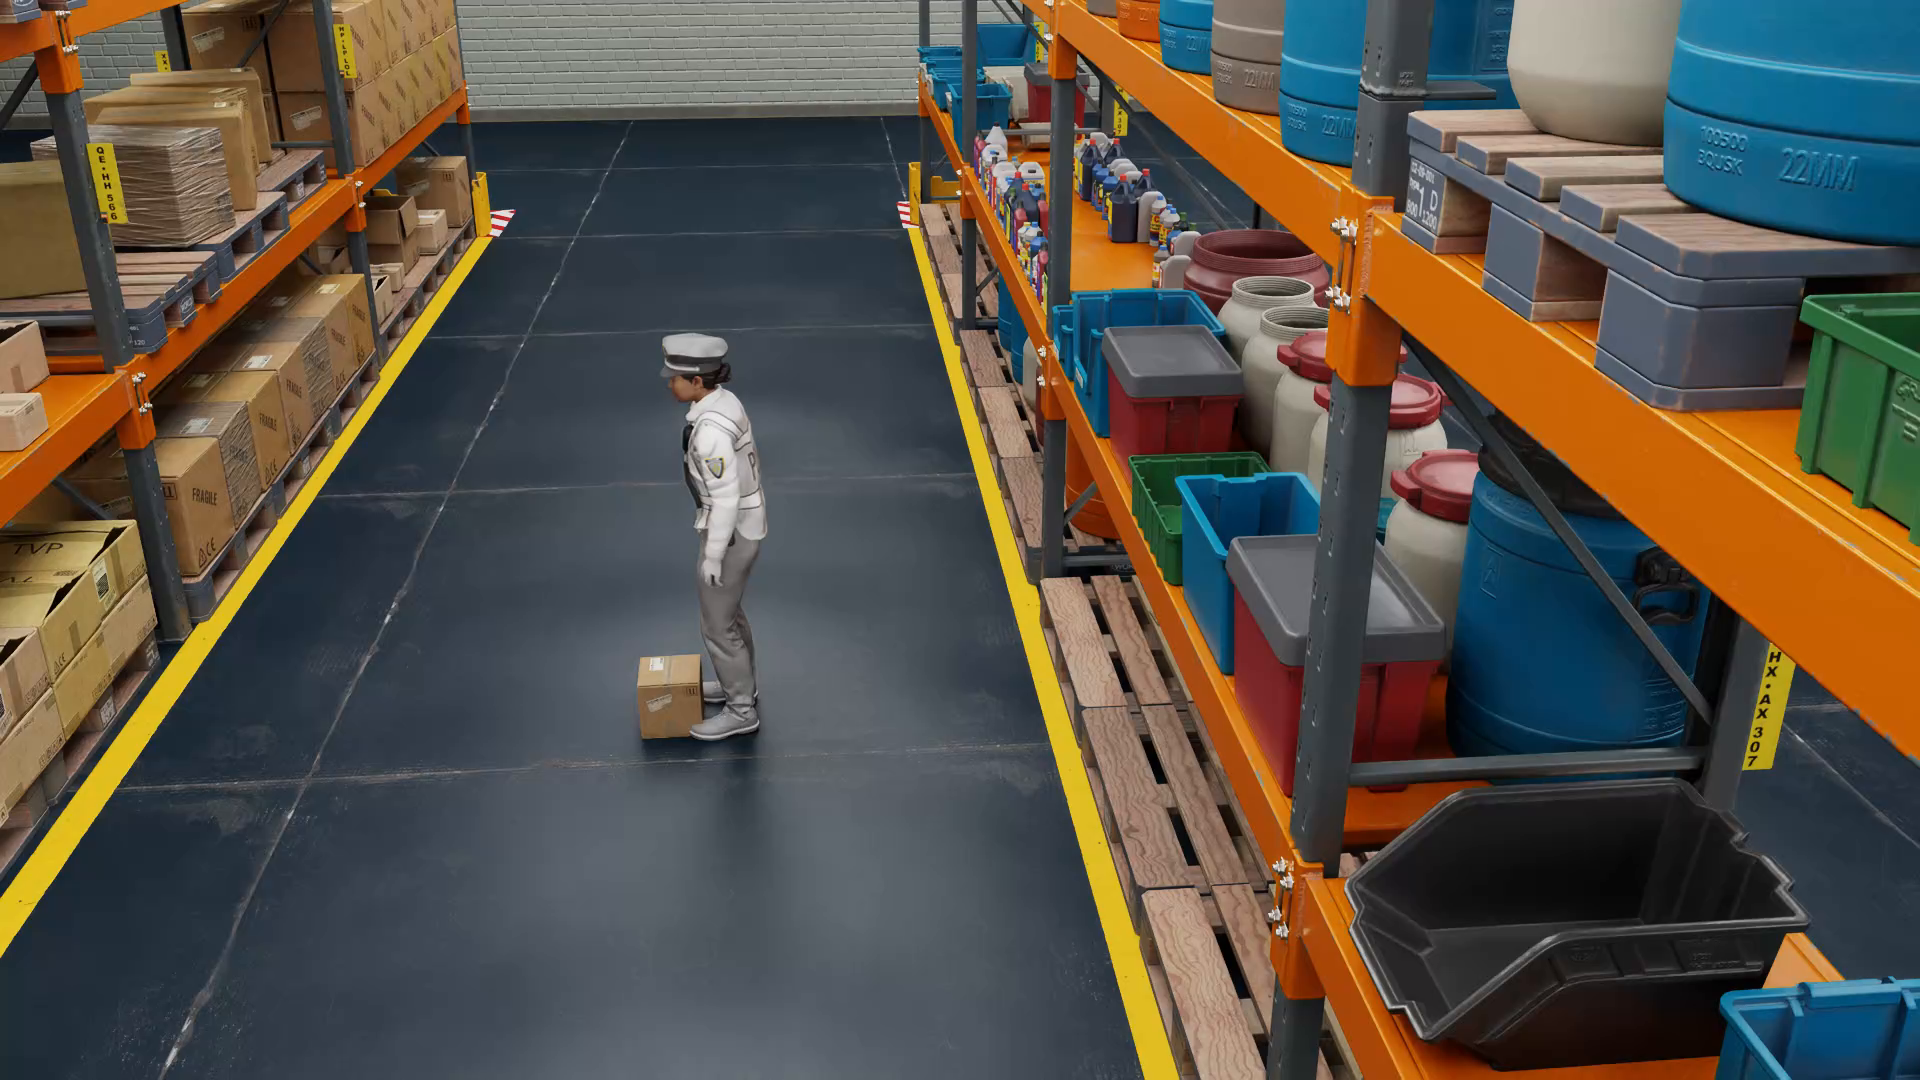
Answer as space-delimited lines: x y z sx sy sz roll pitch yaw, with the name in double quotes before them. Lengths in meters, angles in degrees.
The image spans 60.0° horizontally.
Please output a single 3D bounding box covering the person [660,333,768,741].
"person" -0.954 -0.014 6.629 0.374 1.663 0.526 -3 24 -6
